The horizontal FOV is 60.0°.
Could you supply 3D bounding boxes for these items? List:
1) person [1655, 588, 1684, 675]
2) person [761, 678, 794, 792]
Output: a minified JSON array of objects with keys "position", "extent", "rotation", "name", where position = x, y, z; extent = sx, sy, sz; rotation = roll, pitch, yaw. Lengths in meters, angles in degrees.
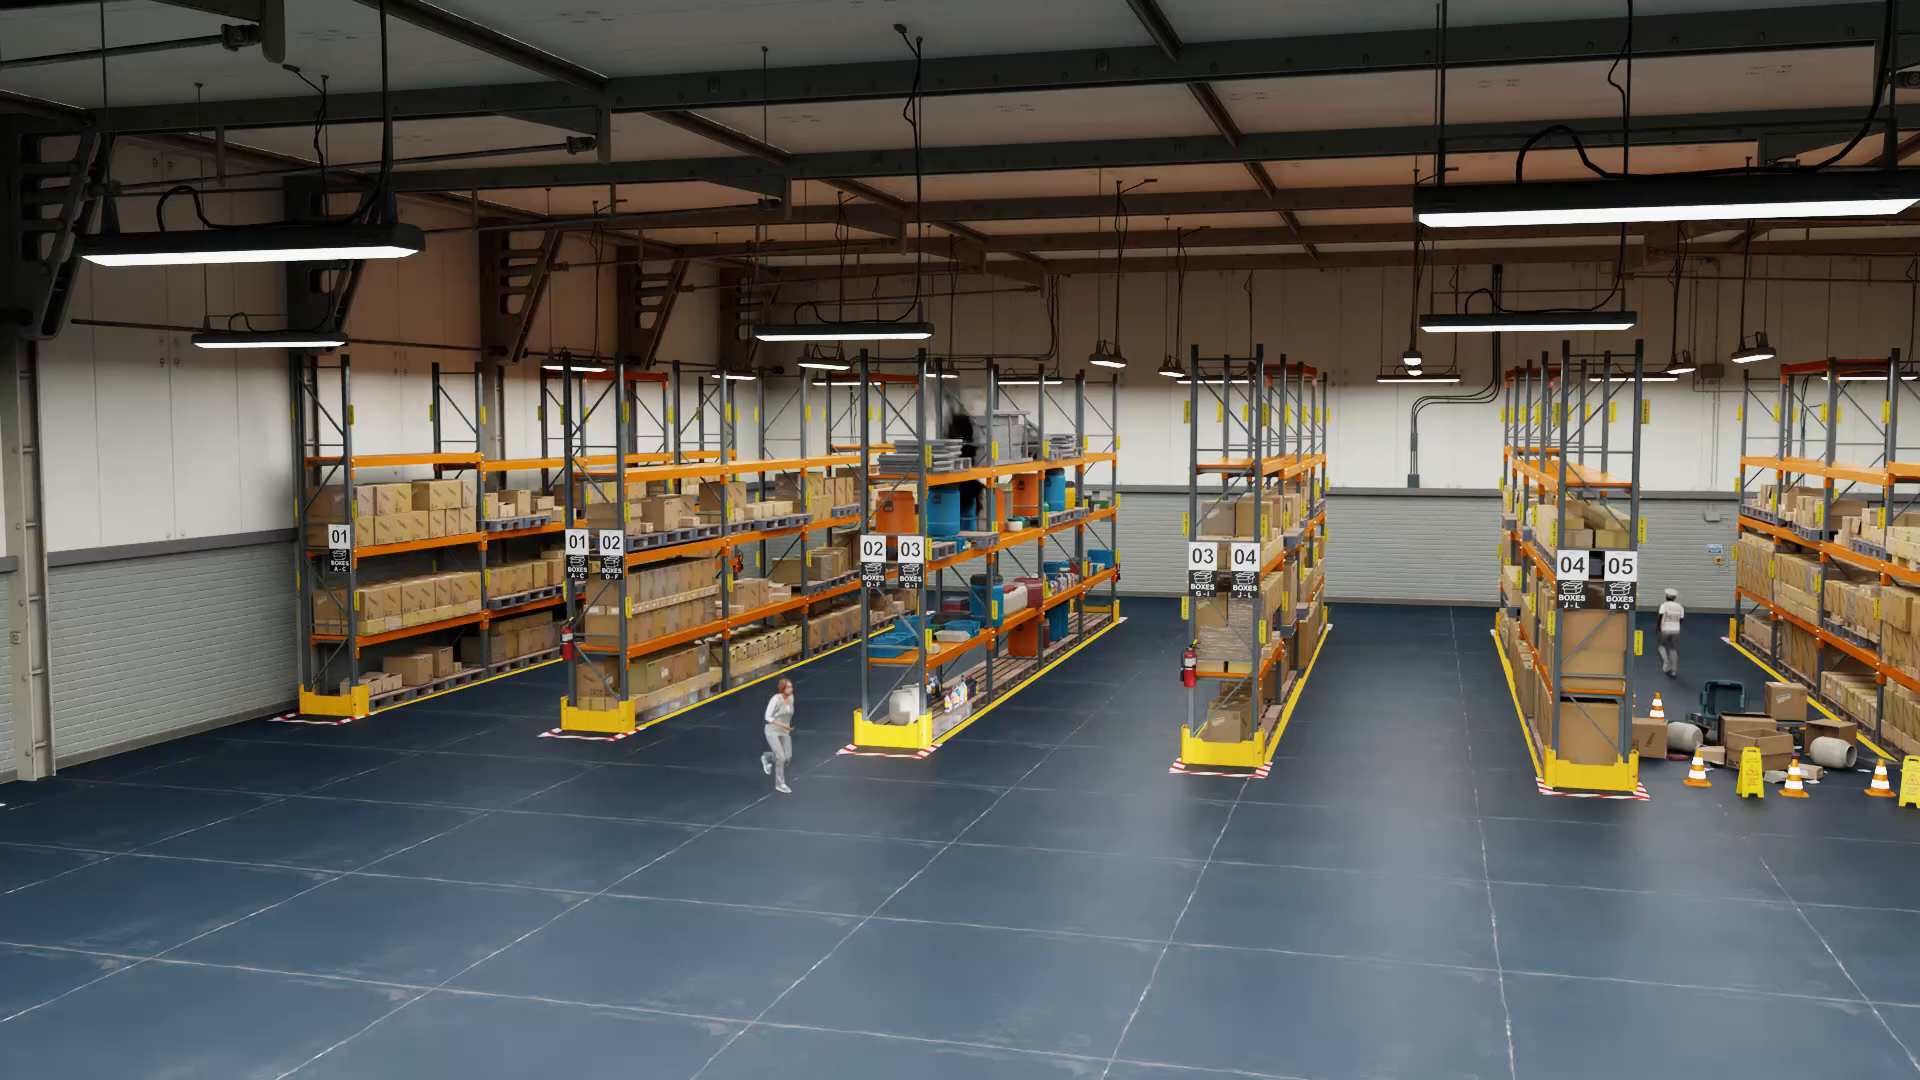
[{"position":[13.696,1.763,32.168],"extent":[0.551,1.648,0.664],"rotation":[0,4,4],"name":"person"},{"position":[-2.429,2.588,22.145],"extent":[0.521,1.543,0.681],"rotation":[-4,6,-43],"name":"person"}]
